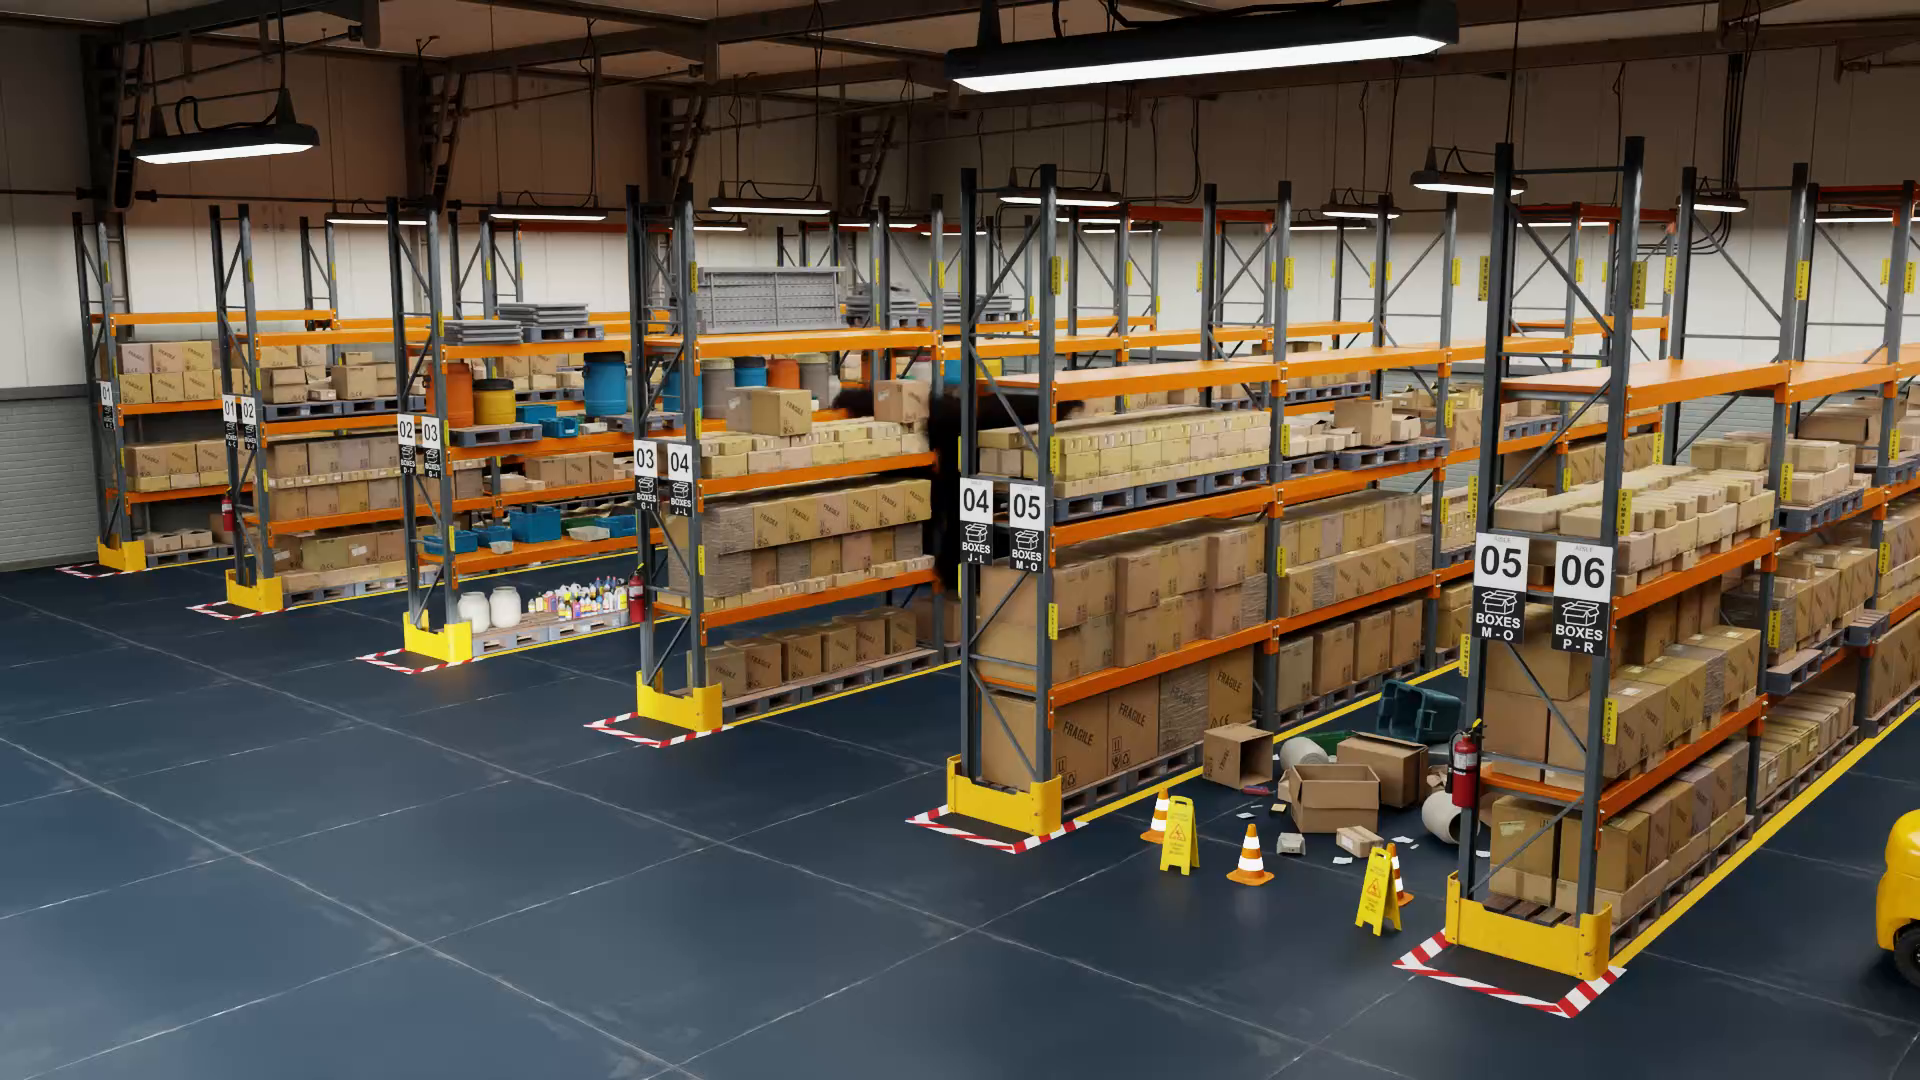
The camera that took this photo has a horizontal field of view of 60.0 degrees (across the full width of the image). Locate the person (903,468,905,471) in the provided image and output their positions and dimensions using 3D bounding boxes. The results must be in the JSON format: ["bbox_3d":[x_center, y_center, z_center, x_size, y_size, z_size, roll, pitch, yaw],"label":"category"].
[{"bbox_3d":[-1.002,-2.050,38.582,0.984,1.600,0.553,2,10,13],"label":"person"}]
